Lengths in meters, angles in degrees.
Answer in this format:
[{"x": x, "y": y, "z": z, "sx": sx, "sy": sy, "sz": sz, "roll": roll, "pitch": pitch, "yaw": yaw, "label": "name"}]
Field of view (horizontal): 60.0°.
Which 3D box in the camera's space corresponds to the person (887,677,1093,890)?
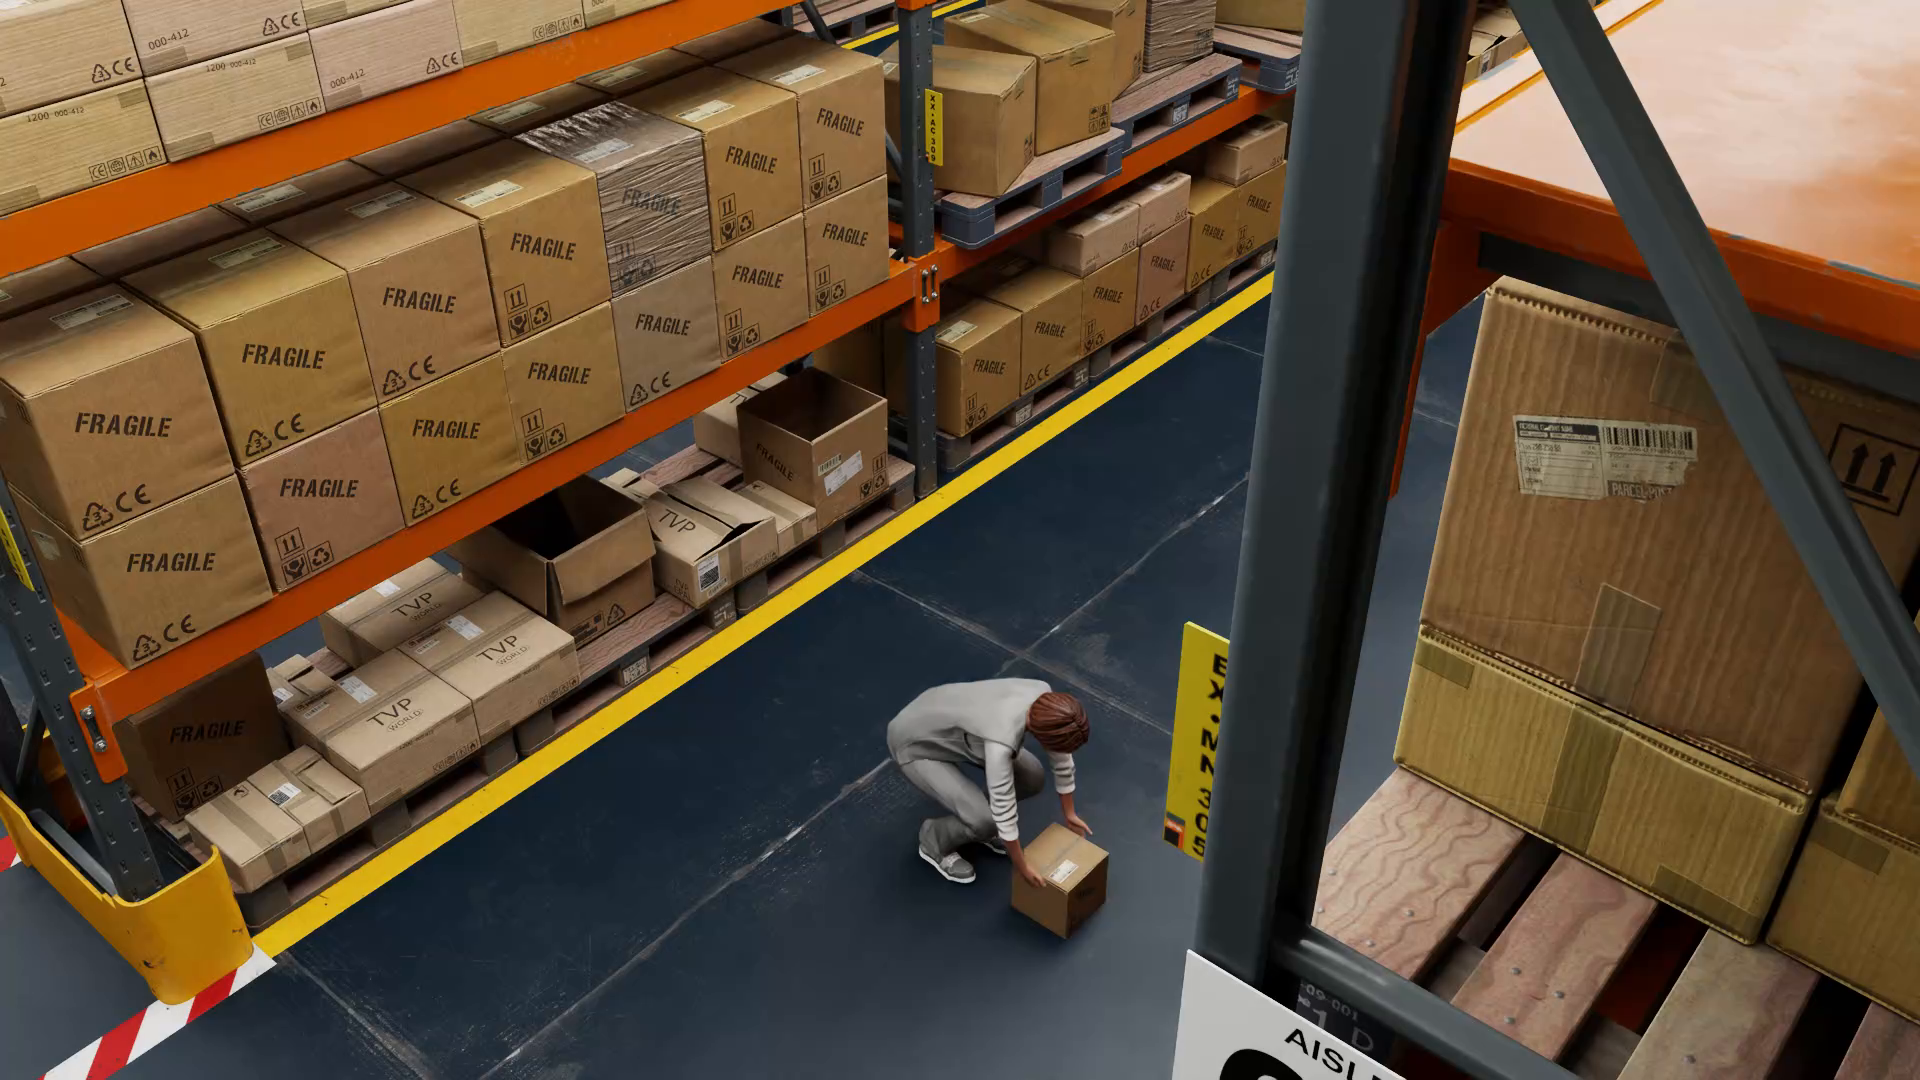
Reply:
[{"x": 0.105, "y": 0.831, "z": 6.067, "sx": 0.788, "sy": 0.928, "sz": 0.451, "roll": 26, "pitch": 43, "yaw": 31, "label": "person"}]
